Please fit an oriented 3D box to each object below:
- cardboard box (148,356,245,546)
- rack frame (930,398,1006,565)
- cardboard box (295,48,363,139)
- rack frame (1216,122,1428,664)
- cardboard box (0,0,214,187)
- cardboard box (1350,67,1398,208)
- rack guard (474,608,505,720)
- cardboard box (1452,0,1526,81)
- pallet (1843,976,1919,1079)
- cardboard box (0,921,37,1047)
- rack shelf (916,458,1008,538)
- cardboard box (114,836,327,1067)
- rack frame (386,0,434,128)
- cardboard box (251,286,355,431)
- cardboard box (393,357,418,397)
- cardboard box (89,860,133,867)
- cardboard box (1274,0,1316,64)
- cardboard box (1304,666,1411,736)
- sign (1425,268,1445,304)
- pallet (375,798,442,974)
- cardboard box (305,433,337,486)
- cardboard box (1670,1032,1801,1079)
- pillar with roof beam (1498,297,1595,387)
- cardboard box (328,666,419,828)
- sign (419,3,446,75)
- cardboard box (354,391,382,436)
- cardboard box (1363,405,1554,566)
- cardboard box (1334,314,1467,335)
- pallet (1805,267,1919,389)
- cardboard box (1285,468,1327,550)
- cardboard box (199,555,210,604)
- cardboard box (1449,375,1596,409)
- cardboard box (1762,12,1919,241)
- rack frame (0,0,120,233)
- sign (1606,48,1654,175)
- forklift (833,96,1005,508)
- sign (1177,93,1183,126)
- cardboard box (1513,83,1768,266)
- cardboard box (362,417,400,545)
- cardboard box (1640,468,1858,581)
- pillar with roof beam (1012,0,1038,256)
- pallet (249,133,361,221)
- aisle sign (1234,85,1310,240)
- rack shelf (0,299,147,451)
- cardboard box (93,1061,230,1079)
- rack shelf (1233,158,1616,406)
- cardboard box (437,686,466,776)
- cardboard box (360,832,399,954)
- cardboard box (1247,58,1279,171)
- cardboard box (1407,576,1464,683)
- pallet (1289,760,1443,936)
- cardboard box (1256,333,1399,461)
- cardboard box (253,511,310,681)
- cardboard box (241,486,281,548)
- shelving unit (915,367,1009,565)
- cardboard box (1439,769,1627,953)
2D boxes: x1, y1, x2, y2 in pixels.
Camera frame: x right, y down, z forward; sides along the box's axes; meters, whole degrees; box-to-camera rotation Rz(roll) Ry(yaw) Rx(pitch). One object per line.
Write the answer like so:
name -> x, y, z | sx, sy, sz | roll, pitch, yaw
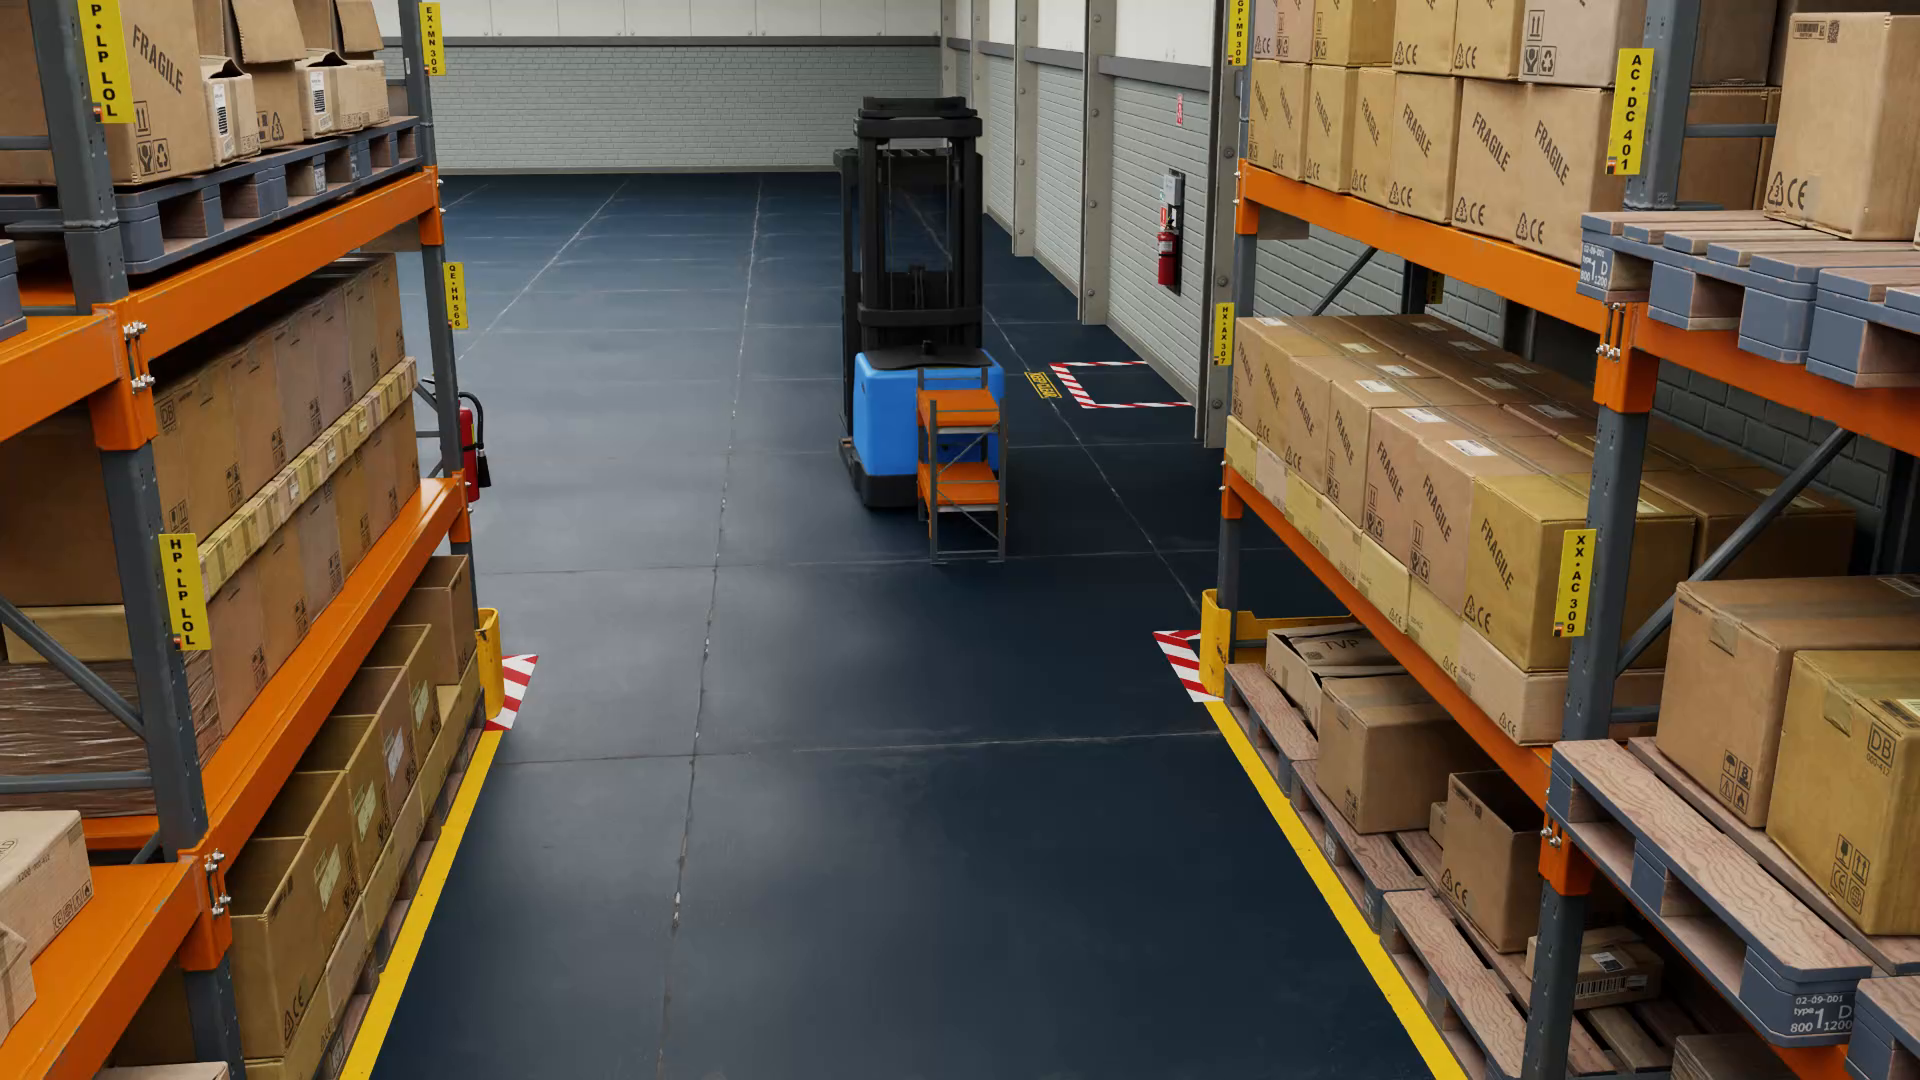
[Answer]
cardboard box -> -2.708, -0.275, 5.212 | 0.700, 0.500, 0.500 | -2, 18, -6
rack frame -> 0.053, -0.383, 11.020 | 0.500, 1.125, 0.032 | -2, 18, -6
cardboard box -> -2.577, -1.672, 6.203 | 0.500, 0.311, 0.500 | 0, 17, 1
rack frame -> 1.912, -0.671, 8.808 | 1.000, 3.000, 0.127 | -2, 18, -6
cardboard box -> -2.392, -1.230, 4.477 | 0.500, 0.500, 0.500 | 0, 17, -1
cardboard box -> 1.851, -1.578, 6.487 | 0.500, 0.500, 0.500 | -1, 17, -2
rack guard -> -3.018, 0.668, 8.714 | 1.175, 0.500, 0.348 | -2, 18, -6
cardboard box -> 1.935, -1.750, 5.366 | 0.500, 0.500, 0.500 | -1, 17, -3
pallet -> 2.492, 1.215, 3.119 | 1.003, 0.211, 1.213 | -2, 18, -6
cardboard box -> -2.329, 0.995, 3.725 | 0.396, 0.266, 0.258 | -2, 18, -7
rack shelf -> 0.001, -0.301, 11.575 | 0.538, 0.278, 1.000 | -2, 18, -6
cardboard box -> -2.339, 1.280, 5.229 | 0.500, 0.500, 0.500 | -2, 18, -6
rack frame -> -3.015, -3.380, 7.418 | 1.000, 3.000, 0.127 | -2, 18, -6
cardboard box -> -2.862, -0.722, 6.636 | 0.700, 0.500, 0.500 | -2, 18, -5
cardboard box -> -2.786, -0.767, 7.861 | 0.380, 0.149, 0.250 | -2, 18, -7
cardboard box -> -2.908, 1.147, 5.652 | 0.500, 0.500, 0.500 | -2, 18, -6
cardboard box -> 1.711, -2.364, 7.321 | 0.500, 0.500, 0.500 | -2, 18, -6
cardboard box -> 1.952, 0.780, 7.938 | 0.500, 0.311, 0.500 | 0, 17, -1
sign -> 2.466, -1.386, 8.623 | 0.100, 0.325, 0.005 | -2, 18, -6
pallet -> -2.772, 1.402, 6.858 | 1.003, 0.211, 1.213 | -2, 18, -6
cardboard box -> -2.624, -0.304, 6.389 | 0.380, 0.149, 0.250 | -2, 18, -6
cardboard box -> 2.417, 1.722, 4.624 | 0.700, 0.500, 0.500 | -1, 17, -4
pillar with roof beam -> -1.438, -3.219, 6.907 | 9.100, 9.000, 0.400 | -2, 18, -6
cardboard box -> -2.496, 0.833, 6.652 | 0.500, 0.500, 0.500 | -2, 18, -6
sign -> -2.474, -2.346, 7.787 | 0.100, 0.325, 0.005 | -2, 18, -6
cardboard box -> -2.708, -0.537, 7.131 | 0.380, 0.149, 0.250 | -2, 17, -5
cardboard box -> 1.869, -0.206, 6.289 | 0.500, 0.500, 0.500 | -2, 18, -7
cardboard box -> 2.172, -0.833, 8.289 | 0.500, 0.500, 0.500 | -2, 18, -6
pallet -> 2.392, -0.325, 3.011 | 1.213, 0.211, 1.003 | -2, 18, -6
cardboard box -> 1.760, -0.148, 7.358 | 0.500, 0.250, 0.500 | -2, 18, -7
cardboard box -> -2.464, 0.156, 4.921 | 0.380, 0.149, 0.250 | -2, 17, -5
cardboard box -> 2.323, -0.379, 6.842 | 0.500, 0.500, 0.500 | -2, 17, -5
cardboard box -> 2.301, -0.994, 3.958 | 0.500, 0.500, 0.500 | 1, 17, 2
rack frame -> -2.603, -2.188, 3.622 | 1.000, 3.000, 0.127 | -2, 18, -6
sign -> 1.785, -1.138, 4.425 | 0.100, 0.325, 0.005 | -2, 18, -6
forklift -> -0.408, -2.035, 13.266 | 1.130, 2.935, 3.031 | -3, 18, -9
sign -> 2.107, -4.126, 15.942 | 0.001, 0.298, 0.199 | -2, 18, -6
cardboard box -> 2.026, -1.112, 5.002 | 0.500, 0.500, 0.500 | -1, 17, -4
cardboard box -> -2.921, -0.269, 7.360 | 0.700, 0.500, 0.500 | -1, 17, -4
cardboard box -> 2.483, 0.078, 5.386 | 0.500, 0.500, 0.500 | -2, 18, -7
pillar with roof beam -> -3.294, -8.582, 23.989 | 9.100, 9.000, 0.400 | -2, 18, -6
pallet -> -2.839, -1.330, 6.047 | 1.003, 0.211, 1.213 | -2, 18, -6
aisle sign -> 1.606, -1.924, 8.457 | 0.394, 0.787, 0.004 | -2, 18, -6
rack shelf -> -2.396, 0.182, 2.282 | 1.077, 0.370, 4.000 | -2, 18, -6
cardboard box -> -2.276, 1.630, 4.430 | 0.500, 0.311, 0.500 | -2, 18, -6
rack shelf -> 2.118, -1.163, 6.569 | 1.077, 0.370, 4.000 | -2, 18, -6
cardboard box -> -2.603, 0.893, 7.713 | 0.500, 0.250, 0.500 | -2, 18, -6
cardboard box -> -2.442, 1.340, 6.290 | 0.500, 0.250, 0.500 | -2, 18, -6
cardboard box -> 1.697, -2.052, 7.999 | 0.500, 0.500, 0.500 | -1, 17, -4
cardboard box -> 1.931, 0.302, 5.925 | 0.500, 0.250, 0.500 | -2, 18, -5
pallet -> 2.091, 1.287, 7.224 | 1.003, 0.211, 1.213 | -2, 18, -6
cardboard box -> 1.703, -0.668, 7.763 | 0.500, 0.500, 0.500 | -2, 18, -5
cardboard box -> -2.763, 0.188, 5.903 | 0.700, 0.500, 0.500 | -2, 17, -5
cardboard box -> -2.544, -0.073, 5.652 | 0.380, 0.149, 0.250 | -2, 18, -7
shelving unit -> 0.001, -0.535, 11.502 | 0.538, 1.125, 1.048 | -2, 18, -6
cardboard box -> 2.177, 1.195, 6.302 | 0.500, 0.500, 0.500 | -3, 18, -10
